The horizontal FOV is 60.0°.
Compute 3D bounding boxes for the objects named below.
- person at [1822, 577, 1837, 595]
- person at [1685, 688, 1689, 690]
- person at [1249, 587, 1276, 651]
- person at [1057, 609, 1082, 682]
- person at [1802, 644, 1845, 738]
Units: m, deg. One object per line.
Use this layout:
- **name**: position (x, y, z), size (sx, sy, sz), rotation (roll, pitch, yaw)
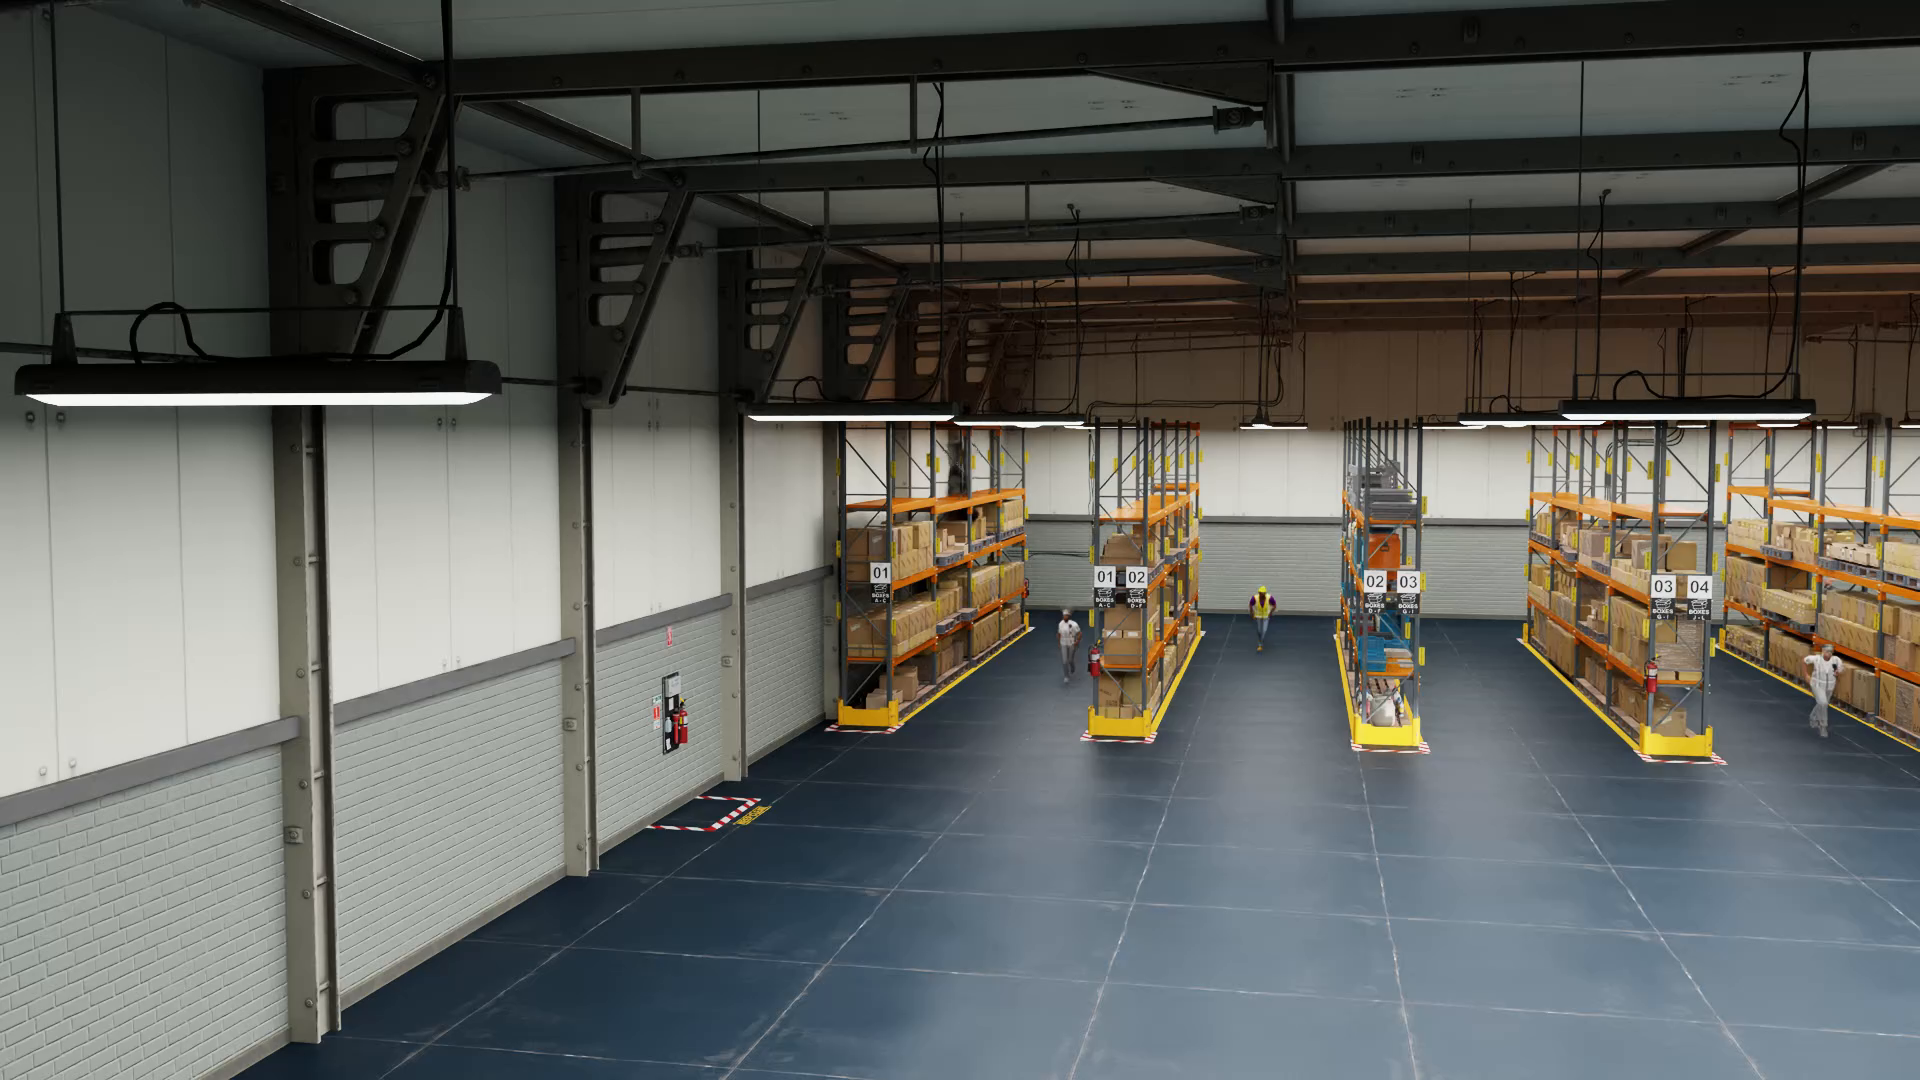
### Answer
- **person**: position (23.825, 1.904, 45.690), size (0.762, 1.784, 0.625), rotation (-1, 4, -14)
- **person**: position (16.232, 2.576, 36.968), size (0.603, 1.534, 0.789), rotation (1, 4, 16)
- **person**: position (7.980, 2.057, 43.845), size (0.701, 1.702, 0.921), rotation (0, 4, 7)
- **person**: position (2.517, 2.418, 38.291), size (0.587, 1.686, 0.626), rotation (1, 4, 20)
- **person**: position (16.363, 2.823, 31.566), size (0.653, 1.800, 0.964), rotation (0, 4, 3)
